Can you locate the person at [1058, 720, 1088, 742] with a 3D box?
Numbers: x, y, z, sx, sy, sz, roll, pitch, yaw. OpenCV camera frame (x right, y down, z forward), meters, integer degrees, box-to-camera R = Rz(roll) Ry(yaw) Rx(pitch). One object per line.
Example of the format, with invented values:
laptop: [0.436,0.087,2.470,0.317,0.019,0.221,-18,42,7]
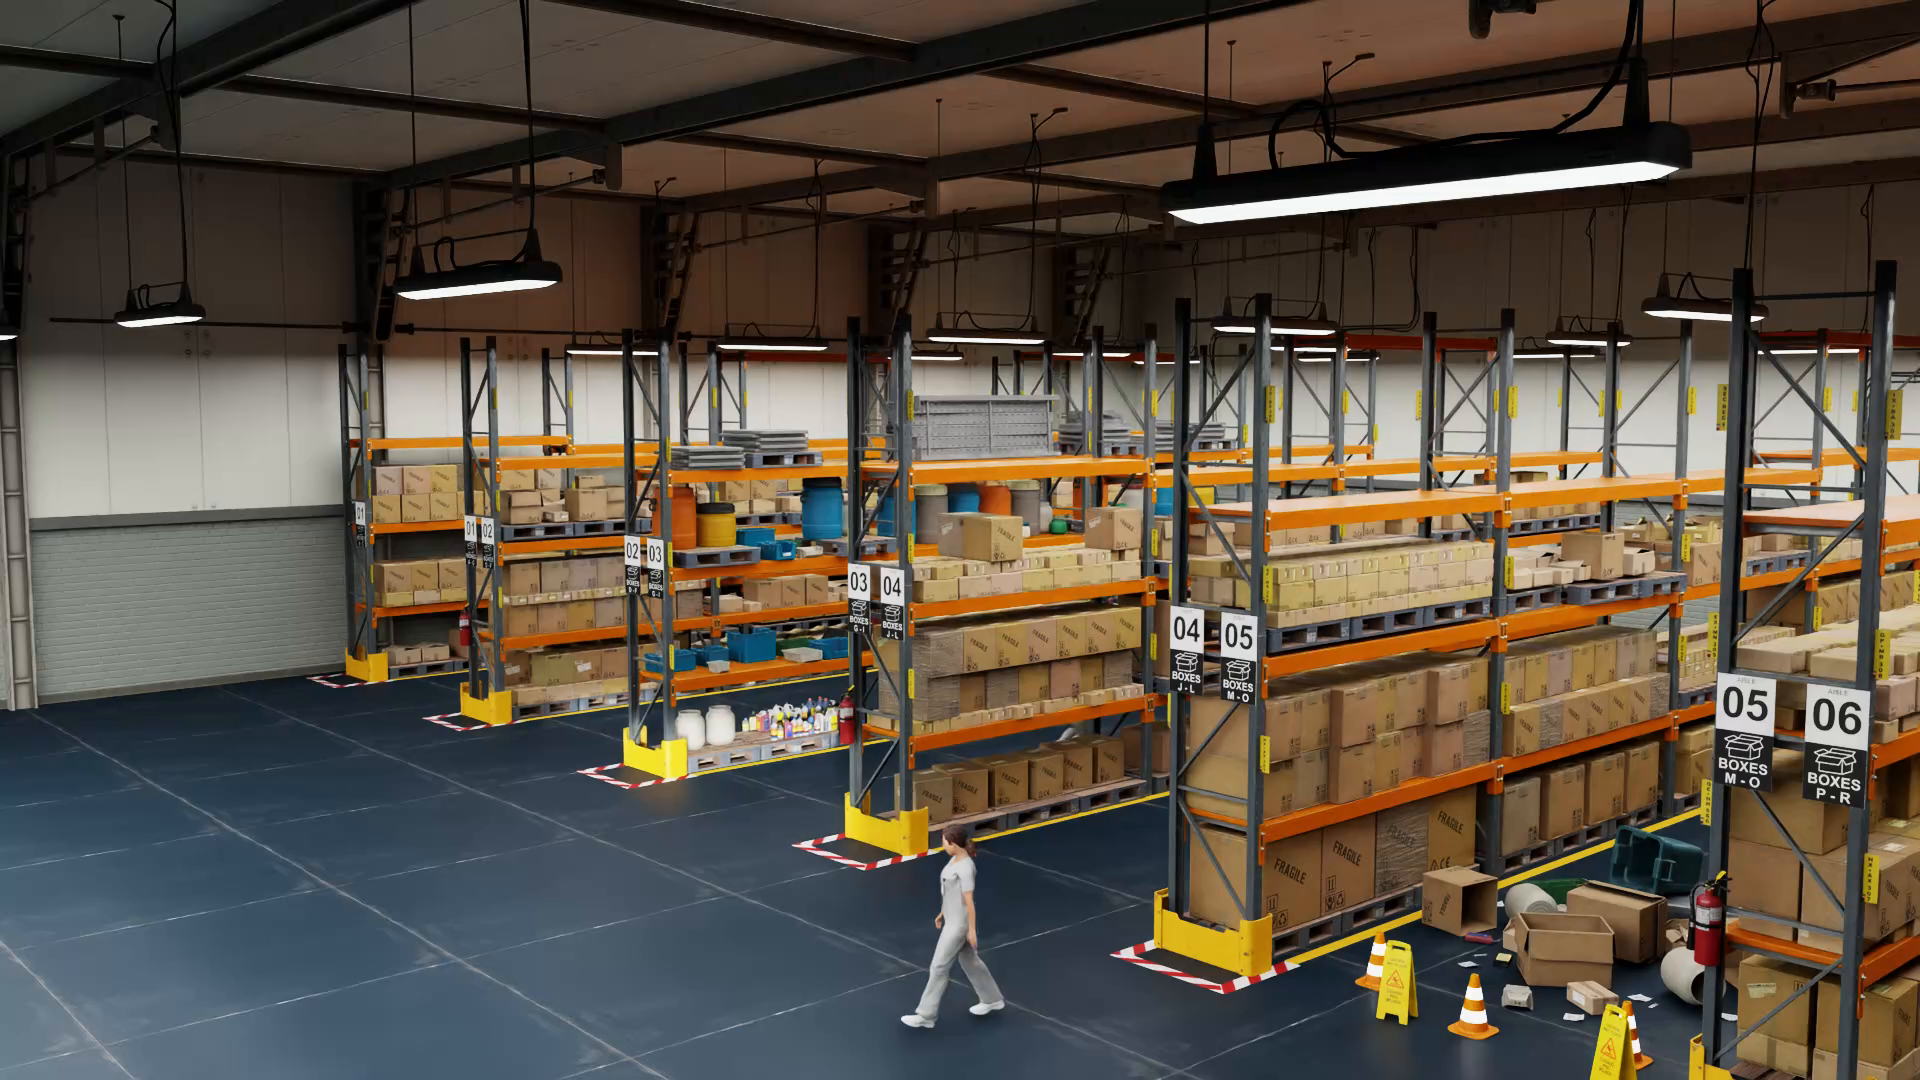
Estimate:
person: [1.658,2.326,23.123,0.716,1.560,0.562,-4,7,-40]

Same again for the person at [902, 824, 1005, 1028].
person: [-0.057,3.257,13.633,0.896,1.385,0.497,-1,5,-8]
